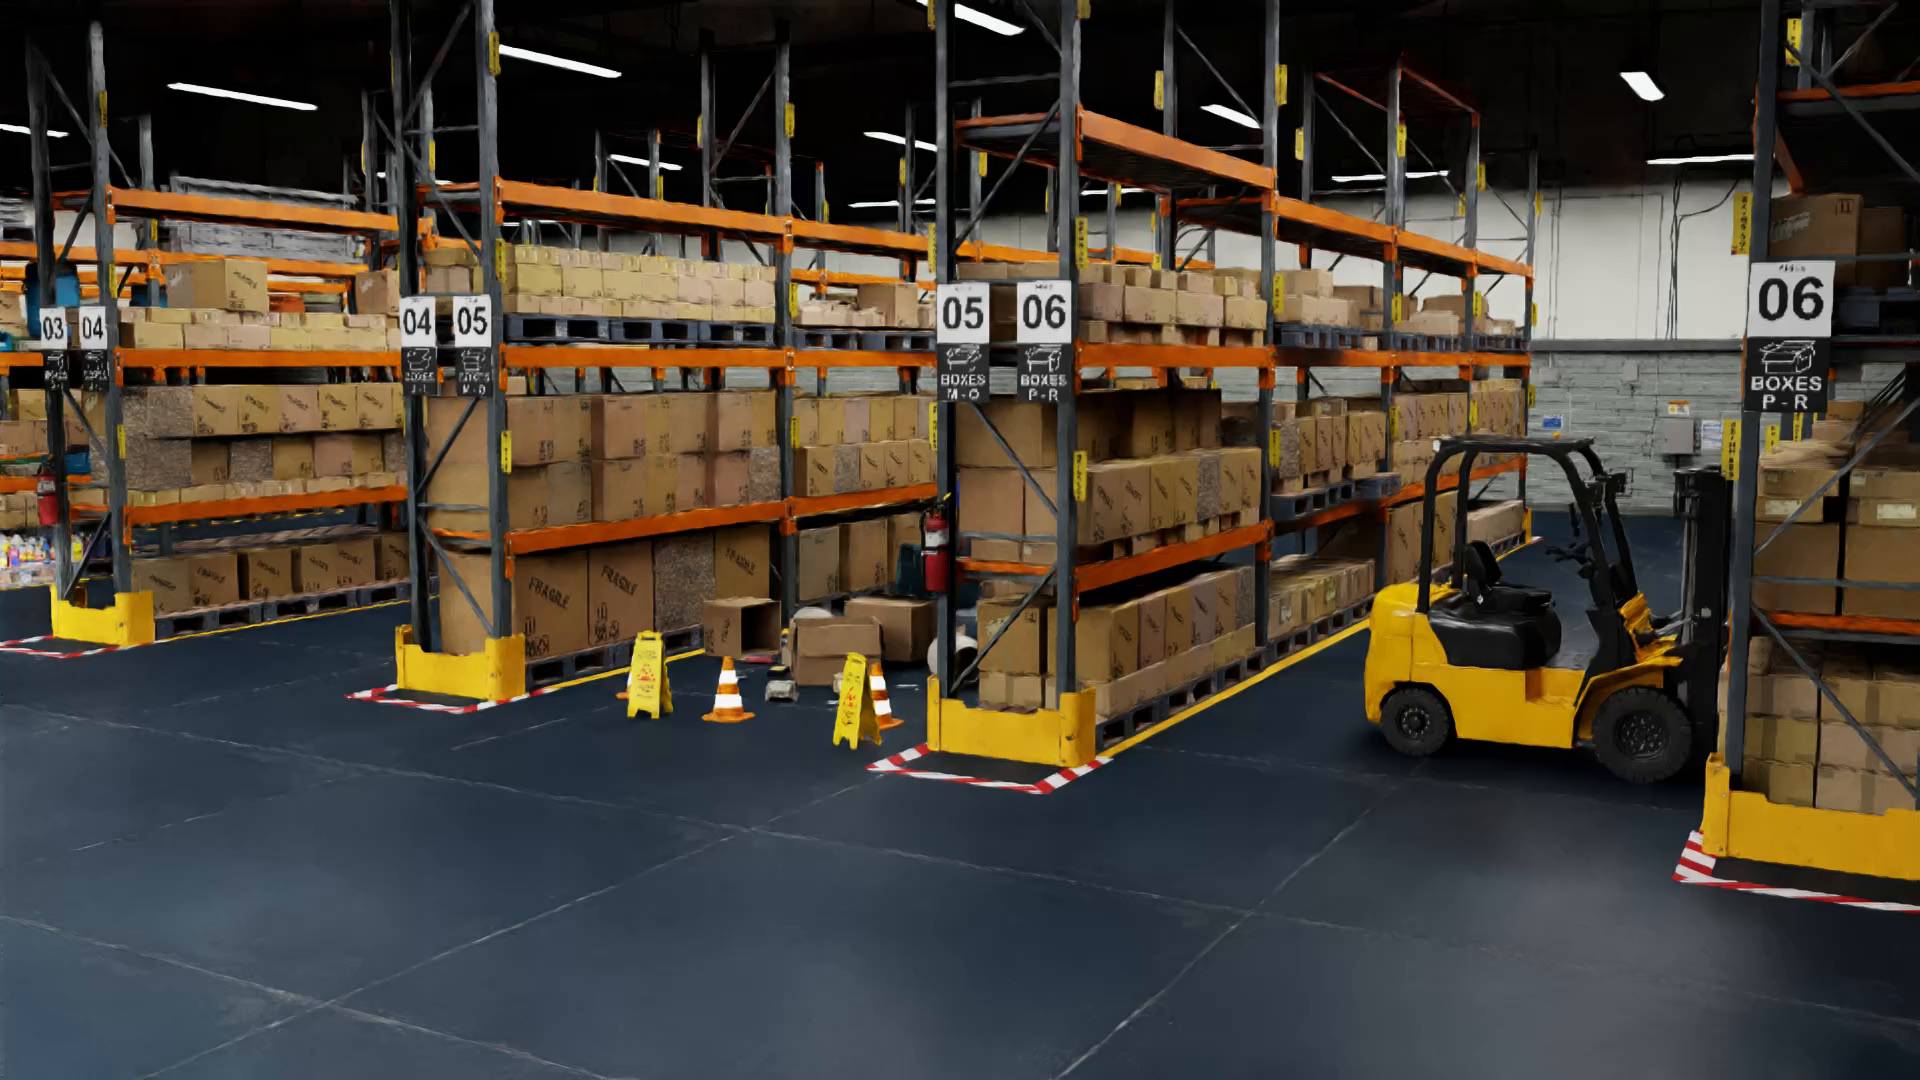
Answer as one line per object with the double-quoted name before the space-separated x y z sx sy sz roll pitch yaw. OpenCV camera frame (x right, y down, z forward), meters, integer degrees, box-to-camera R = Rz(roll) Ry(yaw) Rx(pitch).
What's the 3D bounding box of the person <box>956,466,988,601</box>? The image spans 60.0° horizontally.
"person" 0.121 -0.075 17.928 0.475 1.665 0.520 0 6 5
